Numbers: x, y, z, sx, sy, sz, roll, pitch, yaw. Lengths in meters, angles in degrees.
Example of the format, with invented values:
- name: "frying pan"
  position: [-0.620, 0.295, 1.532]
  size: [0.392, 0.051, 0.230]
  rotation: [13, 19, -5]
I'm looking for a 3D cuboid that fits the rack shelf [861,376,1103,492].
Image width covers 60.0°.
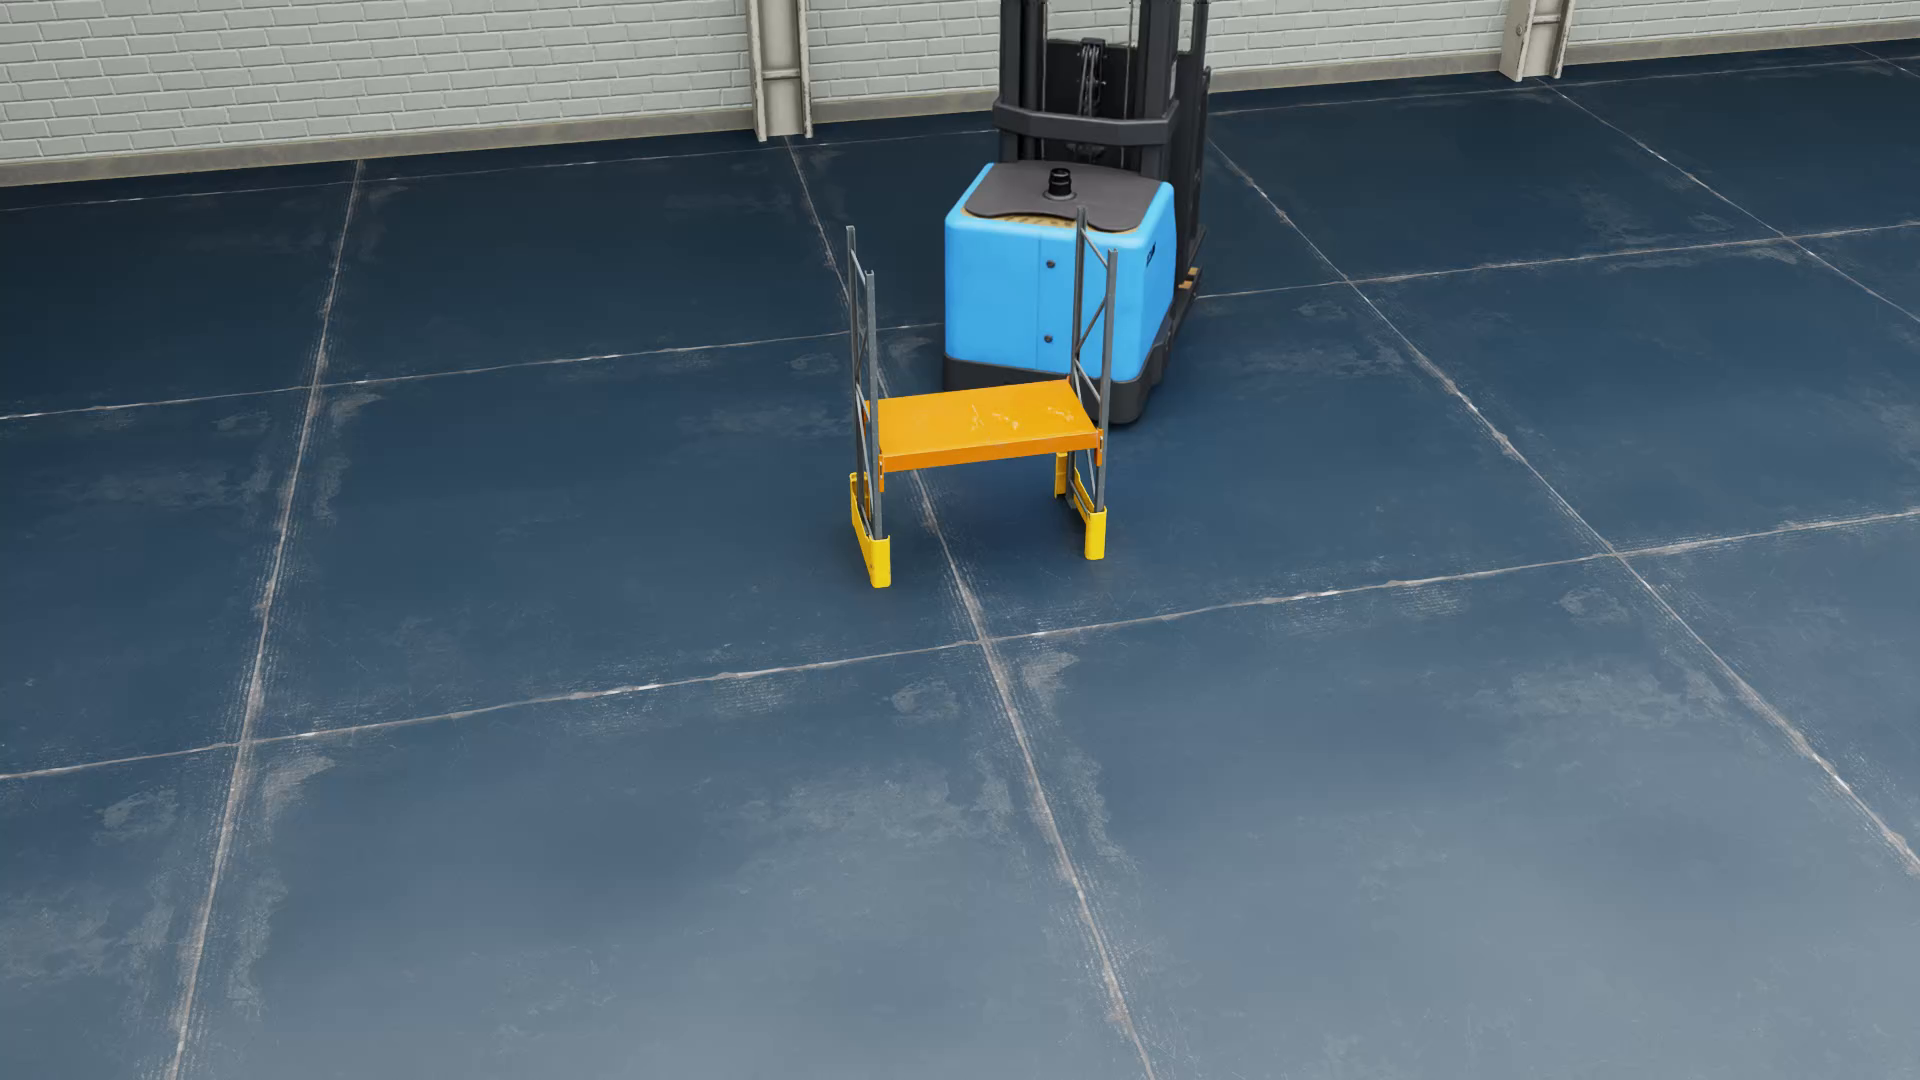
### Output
- name: "rack shelf"
  position: [0.083, -0.484, 7.448]
  size: [1.000, 0.185, 0.538]
  rotation: [-7, 35, -11]

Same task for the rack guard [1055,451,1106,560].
- name: "rack guard"
  position: [0.560, -0.174, 7.786]
  size: [0.087, 0.250, 0.587]
  rotation: [-7, 35, -11]

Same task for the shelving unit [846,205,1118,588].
- name: "shelving unit"
  position: [0.074, -0.632, 7.346]
  size: [1.083, 1.500, 0.587]
  rotation: [-7, 35, -11]

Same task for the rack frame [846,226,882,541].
- name: "rack frame"
  position: [-0.413, -0.571, 7.255]
  size: [0.032, 1.500, 0.500]
  rotation: [-7, 35, -11]

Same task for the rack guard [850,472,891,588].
- name: "rack guard"
  position: [-0.411, -0.052, 7.603]
  size: [0.087, 0.250, 0.587]
  rotation: [-7, 35, -11]

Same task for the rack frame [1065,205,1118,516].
- name: "rack frame"
  position: [0.579, -0.696, 7.441]
  size: [0.032, 1.500, 0.500]
  rotation: [-7, 35, -11]

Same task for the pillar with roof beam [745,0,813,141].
- name: "pillar with roof beam"
  position: [-0.350, -4.395, 6.224]
  size: [0.400, 9.000, 9.100]
  rotation: [-7, 35, -11]

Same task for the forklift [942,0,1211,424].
- name: "forklift"
  position: [0.818, -2.630, 9.039]
  size: [1.130, 2.935, 3.031]
  rotation: [9, 35, 14]

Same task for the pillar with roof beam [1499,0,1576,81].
- name: "pillar with roof beam"
  position: [5.503, -5.133, 7.323]
  size: [0.400, 9.000, 9.100]
  rotation: [-7, 35, -11]
